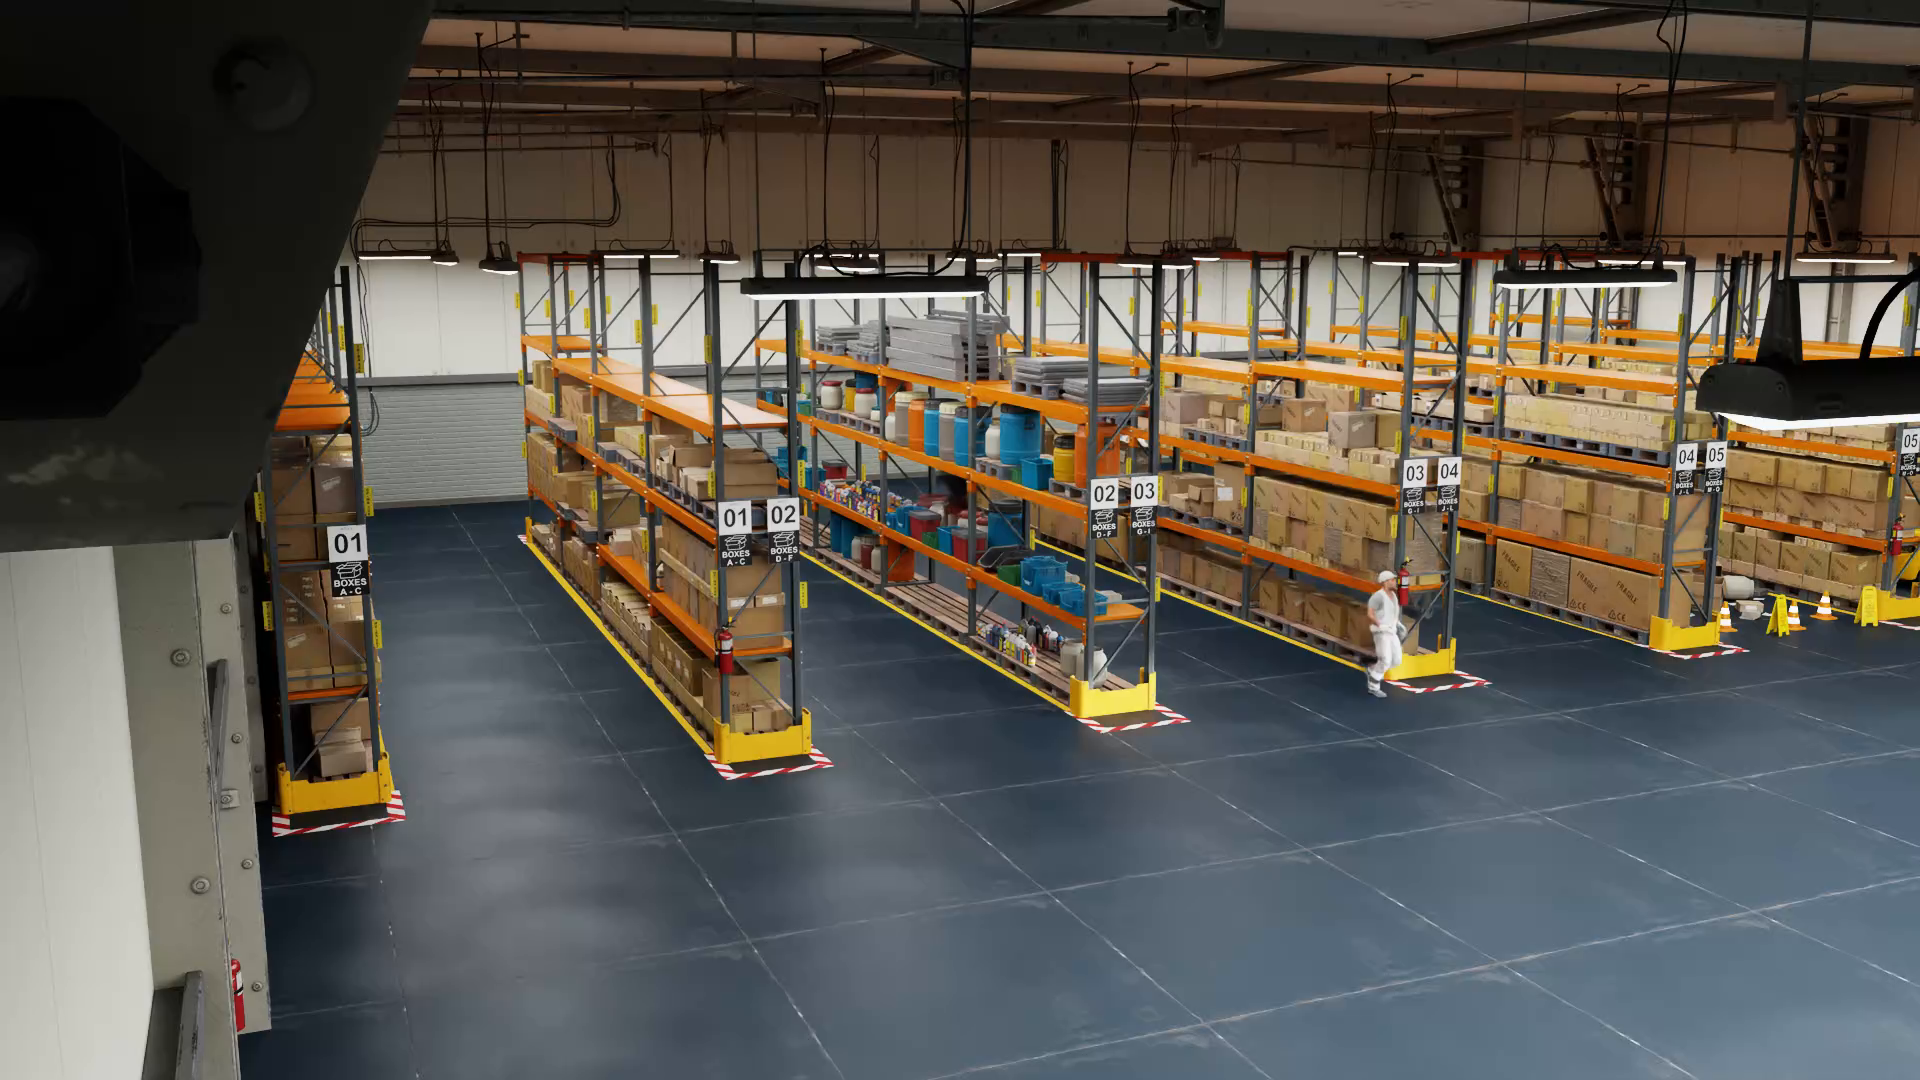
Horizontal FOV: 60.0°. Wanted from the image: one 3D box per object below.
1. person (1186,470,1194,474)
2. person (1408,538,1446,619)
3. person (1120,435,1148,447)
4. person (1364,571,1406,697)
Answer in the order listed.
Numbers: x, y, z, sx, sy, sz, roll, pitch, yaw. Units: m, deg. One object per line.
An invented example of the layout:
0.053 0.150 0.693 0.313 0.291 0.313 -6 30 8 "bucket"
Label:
4.655 -0.617 33.954 0.522 1.645 0.751 -5 12 -26 "person"
7.855 0.448 27.999 0.562 1.753 0.753 -7 12 -32 "person"
4.187 -1.973 41.207 0.768 1.737 0.832 -8 13 -37 "person"
5.926 1.295 23.173 0.729 1.736 0.541 -10 14 -44 "person"
